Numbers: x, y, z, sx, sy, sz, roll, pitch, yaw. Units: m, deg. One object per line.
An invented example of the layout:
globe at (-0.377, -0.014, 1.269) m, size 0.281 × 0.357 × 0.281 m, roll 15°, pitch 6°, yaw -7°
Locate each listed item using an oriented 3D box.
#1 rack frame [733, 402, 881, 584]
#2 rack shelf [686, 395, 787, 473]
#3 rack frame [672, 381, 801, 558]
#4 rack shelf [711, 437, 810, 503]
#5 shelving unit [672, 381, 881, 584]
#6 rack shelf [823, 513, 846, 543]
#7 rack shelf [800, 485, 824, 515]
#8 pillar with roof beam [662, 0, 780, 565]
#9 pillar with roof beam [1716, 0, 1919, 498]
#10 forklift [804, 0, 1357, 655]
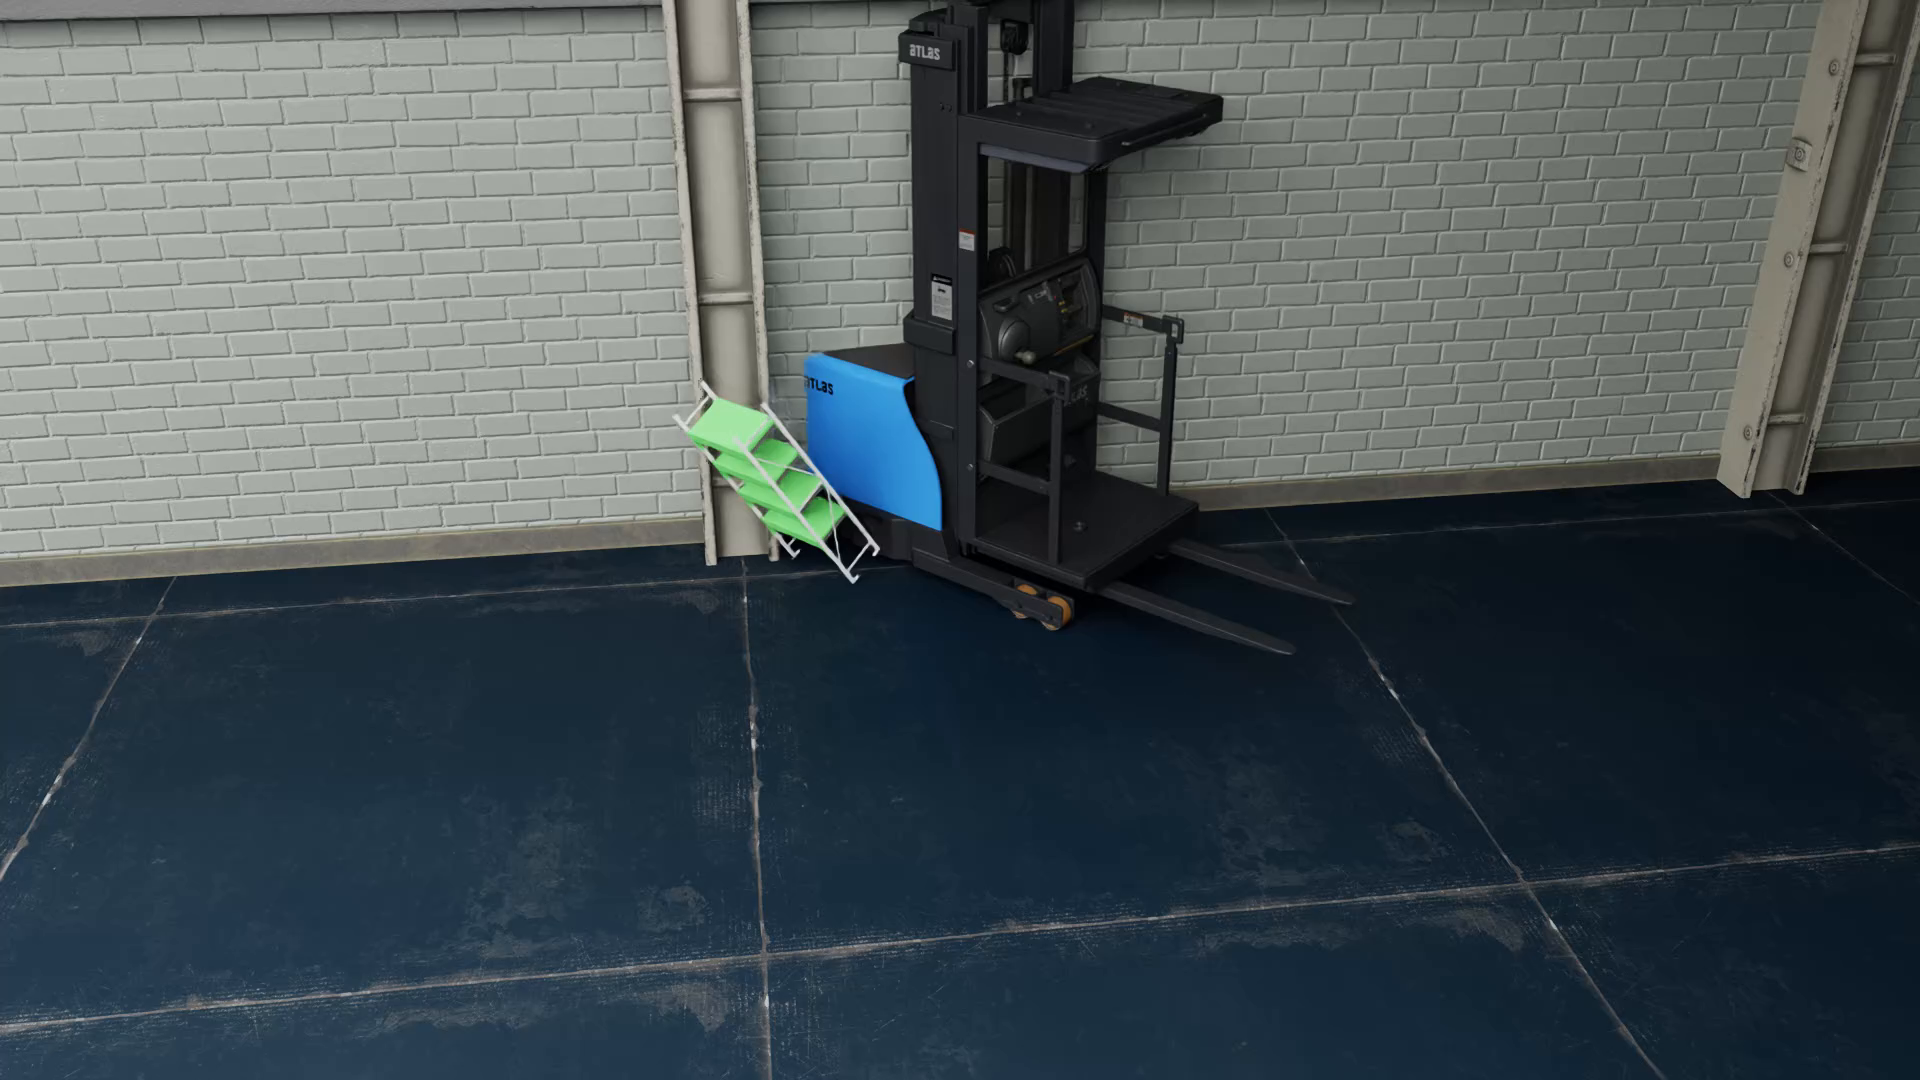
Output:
rack frame at (-0.749, -0.217, 8.332) m, size 0.015 × 1.200 × 0.240 m, roll 21°, pitch 67°, yaw 42°
rack shelf at (-1.098, -0.526, 8.208) m, size 0.480 × 0.148 × 0.258 m, roll 21°, pitch 67°, yaw 42°
rack frame at (-1.090, -0.347, 8.656) m, size 0.015 × 1.200 × 0.240 m, roll 21°, pitch 67°, yaw 42°
rack shelf at (-0.995, -0.385, 8.373) m, size 0.480 × 0.148 × 0.258 m, roll 21°, pitch 67°, yaw 42°
shelving unit at (-0.920, -0.282, 8.494) m, size 0.503 × 1.200 × 0.258 m, roll 21°, pitch 67°, yaw 42°
rack shelf at (-0.802, -0.120, 8.683) m, size 0.442 × 0.029 × 0.199 m, roll 21°, pitch 67°, yaw 42°
rack shelf at (-0.905, -0.261, 8.518) m, size 0.442 × 0.029 × 0.199 m, roll 21°, pitch 67°, yaw 42°
pillar with roof beam at (-0.595, -2.003, 3.296) m, size 0.400 × 9.000 × 9.100 m, roll -4°, pitch 27°, yaw -7°
pillar with roof beam at (5.346, -2.384, 4.040) m, size 0.400 × 9.000 × 9.100 m, roll -4°, pitch 27°, yaw -7°
forklift at (0.570, -1.125, 8.231) m, size 3.031 × 2.935 × 1.130 m, roll 20°, pitch 33°, yaw 34°
